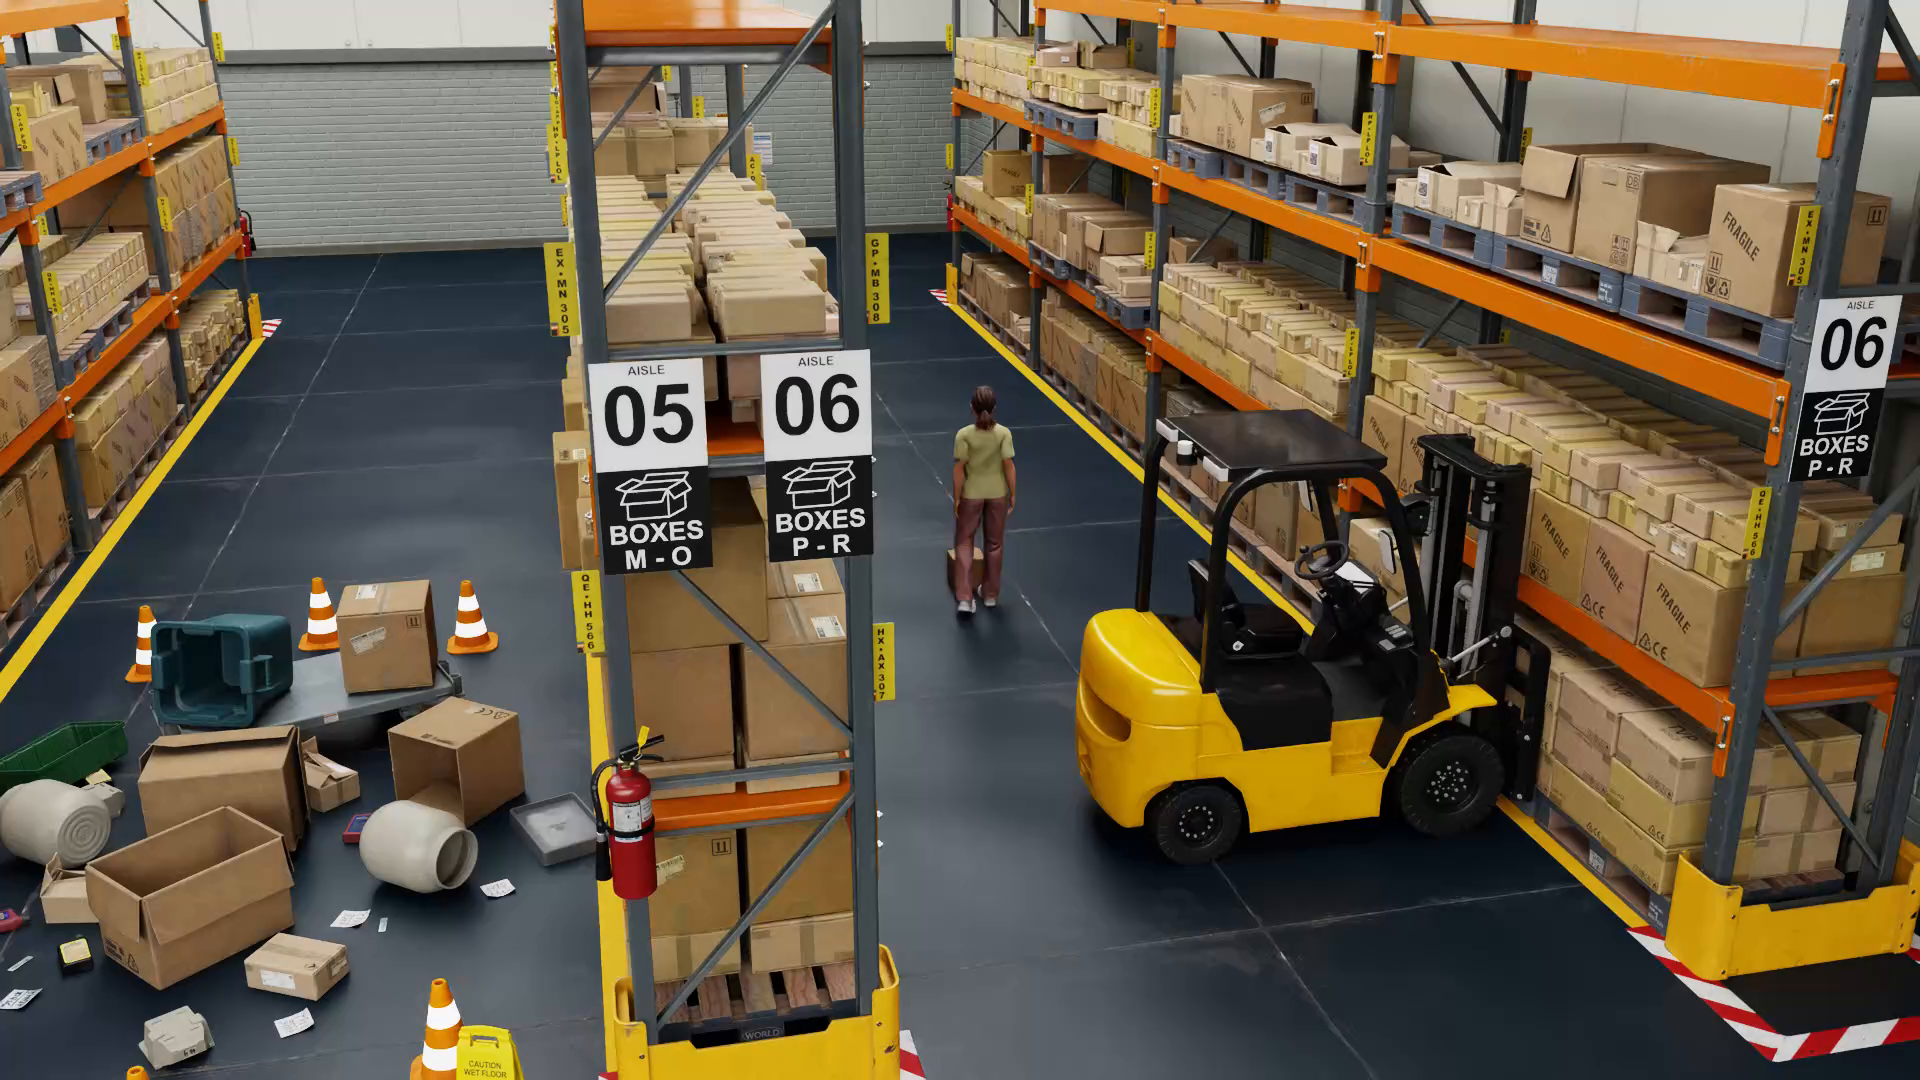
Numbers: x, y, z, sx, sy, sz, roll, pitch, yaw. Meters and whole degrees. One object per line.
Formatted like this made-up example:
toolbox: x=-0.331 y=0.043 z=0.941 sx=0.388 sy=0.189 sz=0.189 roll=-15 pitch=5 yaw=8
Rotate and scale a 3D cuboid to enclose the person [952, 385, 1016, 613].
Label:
person: x=0.164 y=-0.297 z=11.891 sx=0.462 sy=1.672 sz=0.571 roll=-2 pitch=20 yaw=-6
